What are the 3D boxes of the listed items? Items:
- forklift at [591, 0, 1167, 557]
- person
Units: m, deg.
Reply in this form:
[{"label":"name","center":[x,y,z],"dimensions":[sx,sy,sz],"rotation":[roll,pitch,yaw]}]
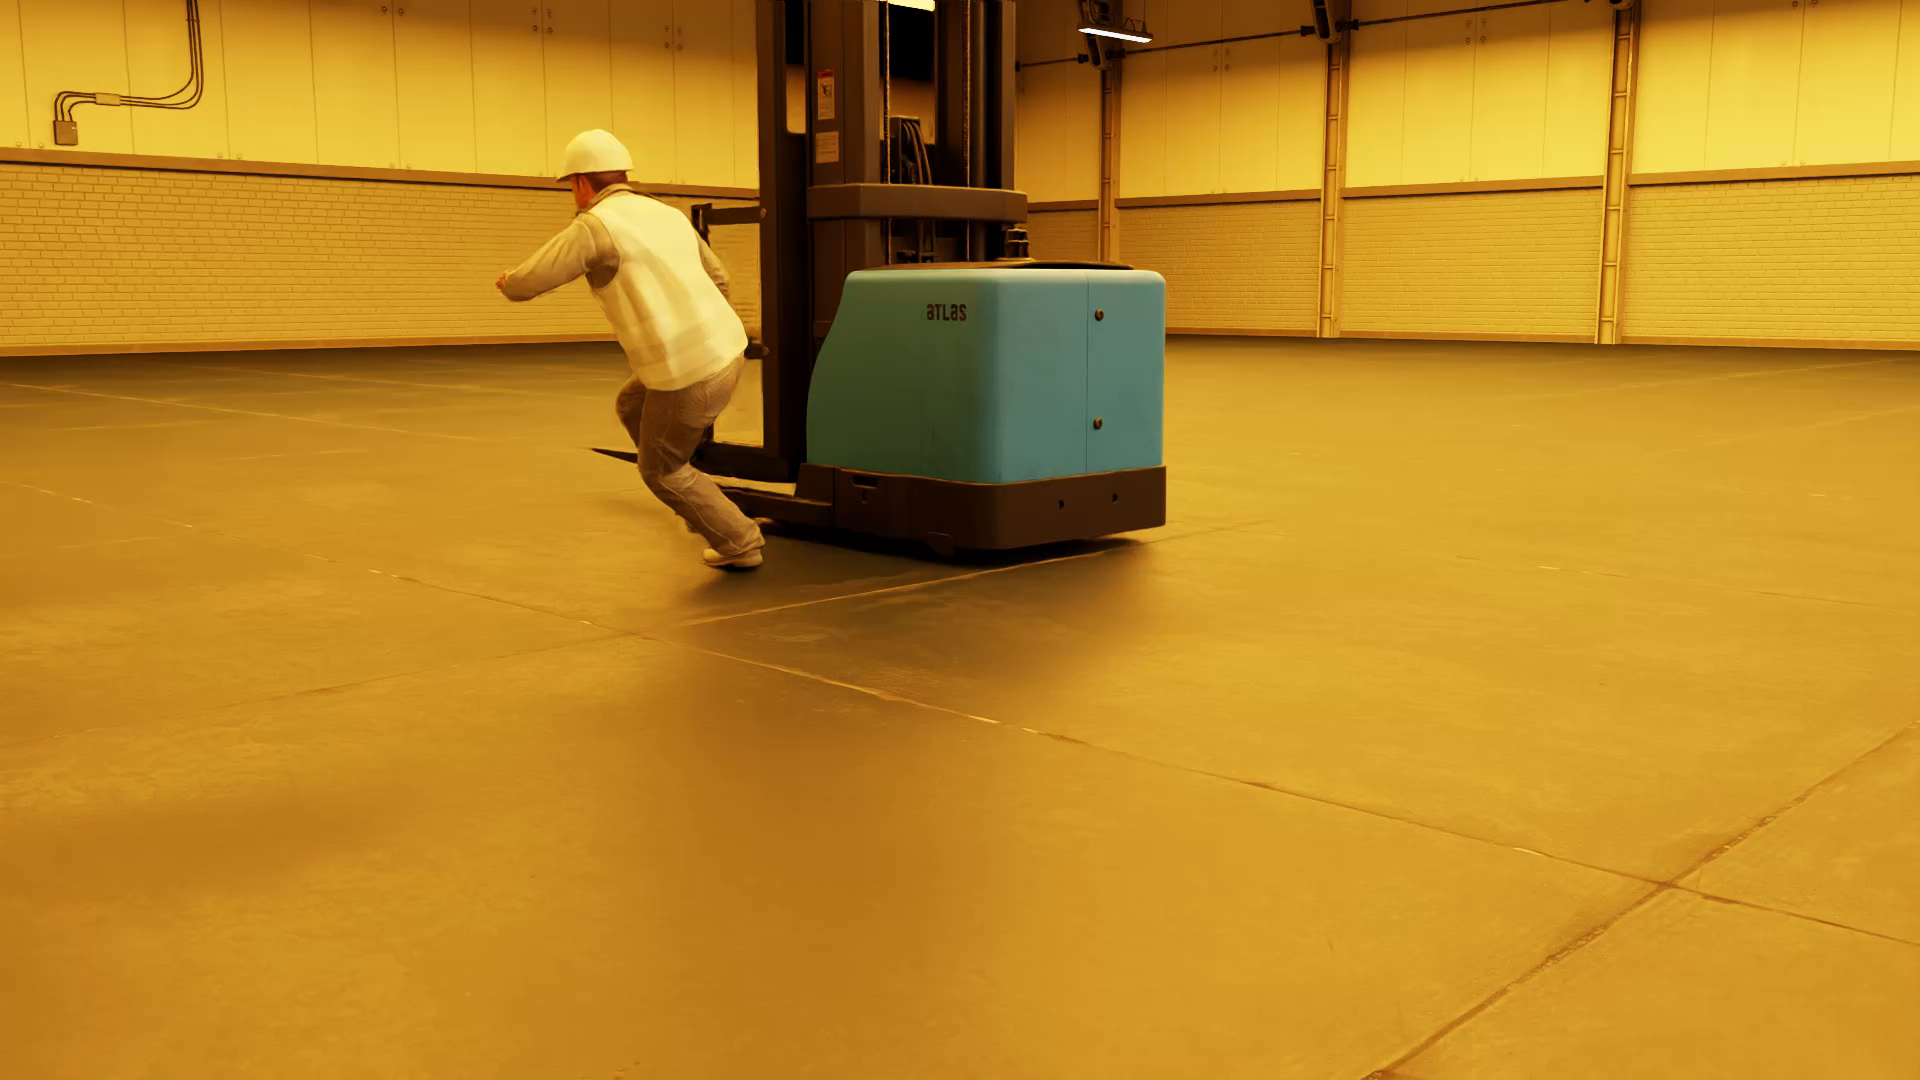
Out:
[{"label":"forklift","center":[-0.552,-1.552,7.182],"dimensions":[1.130,2.935,3.031],"rotation":[-8,12,-43]},{"label":"person","center":[-1.126,-0.631,5.797],"dimensions":[0.885,1.542,0.948],"rotation":[3,9,19]}]
